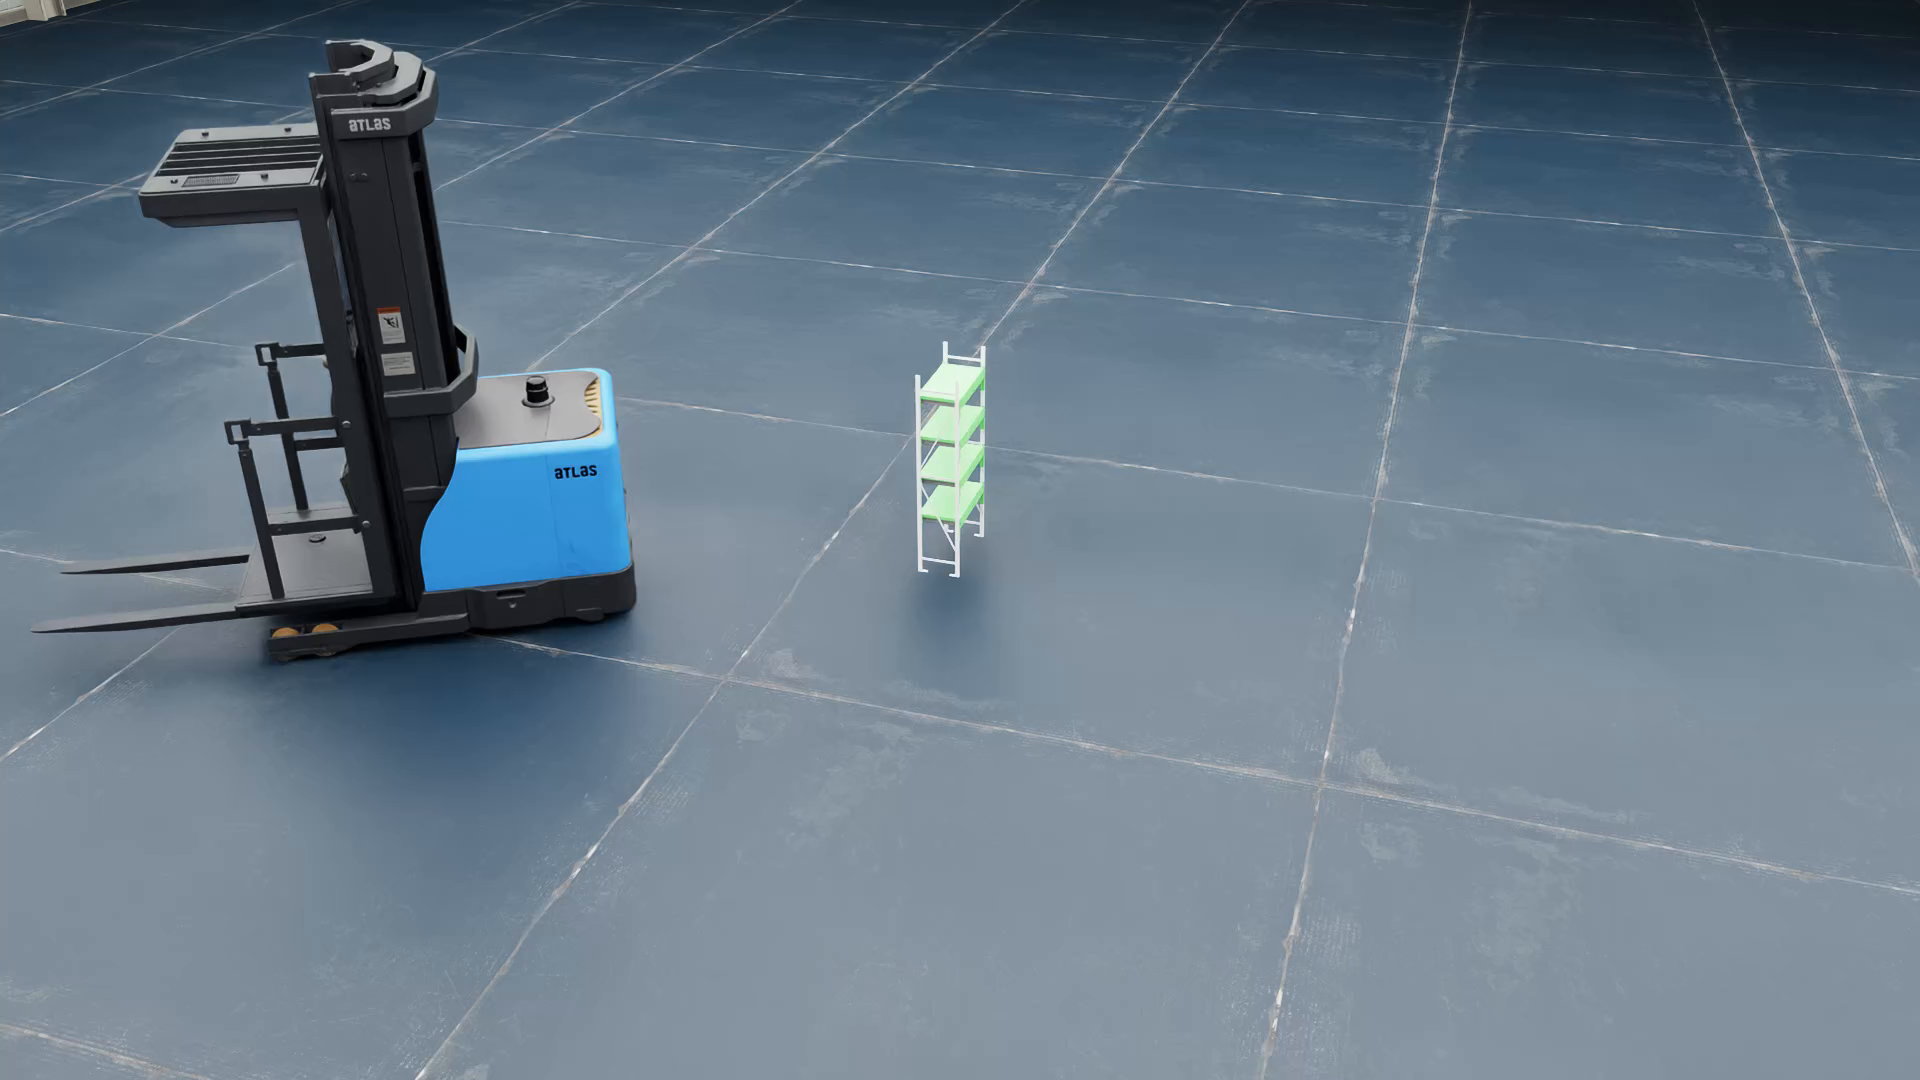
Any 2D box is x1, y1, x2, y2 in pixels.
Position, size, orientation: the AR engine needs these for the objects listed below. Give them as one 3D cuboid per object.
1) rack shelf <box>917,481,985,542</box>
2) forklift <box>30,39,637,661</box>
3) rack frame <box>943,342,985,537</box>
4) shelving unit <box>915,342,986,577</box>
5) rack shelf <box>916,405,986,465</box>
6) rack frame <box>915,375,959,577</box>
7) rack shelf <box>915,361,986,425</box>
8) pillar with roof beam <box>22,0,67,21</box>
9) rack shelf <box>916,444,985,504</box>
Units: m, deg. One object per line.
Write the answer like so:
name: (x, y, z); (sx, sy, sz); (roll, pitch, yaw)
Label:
rack shelf: (-0.049, -0.182, 9.468); (0.258, 0.148, 0.480); (8, 30, 15)
forklift: (-3.322, -0.936, 8.418); (3.031, 2.935, 1.130); (-6, 30, -11)
rack frame: (0.023, -0.561, 9.524); (0.240, 1.200, 0.015); (8, 30, 15)
shelving unit: (-0.049, -0.447, 9.320); (0.258, 1.200, 0.503); (8, 30, 15)
rack shelf: (-0.049, -0.601, 9.234); (0.258, 0.148, 0.480); (8, 30, 15)
rack frame: (-0.120, -0.334, 9.116); (0.240, 1.200, 0.015); (8, 30, 15)
rack shelf: (-0.049, -0.811, 9.118); (0.258, 0.148, 0.480); (8, 30, 15)
pillar with roof beam: (-8.200, -10.369, 19.134); (9.100, 9.000, 0.400); (8, 30, 15)
rack shelf: (-0.049, -0.392, 9.351); (0.258, 0.148, 0.480); (8, 30, 15)
